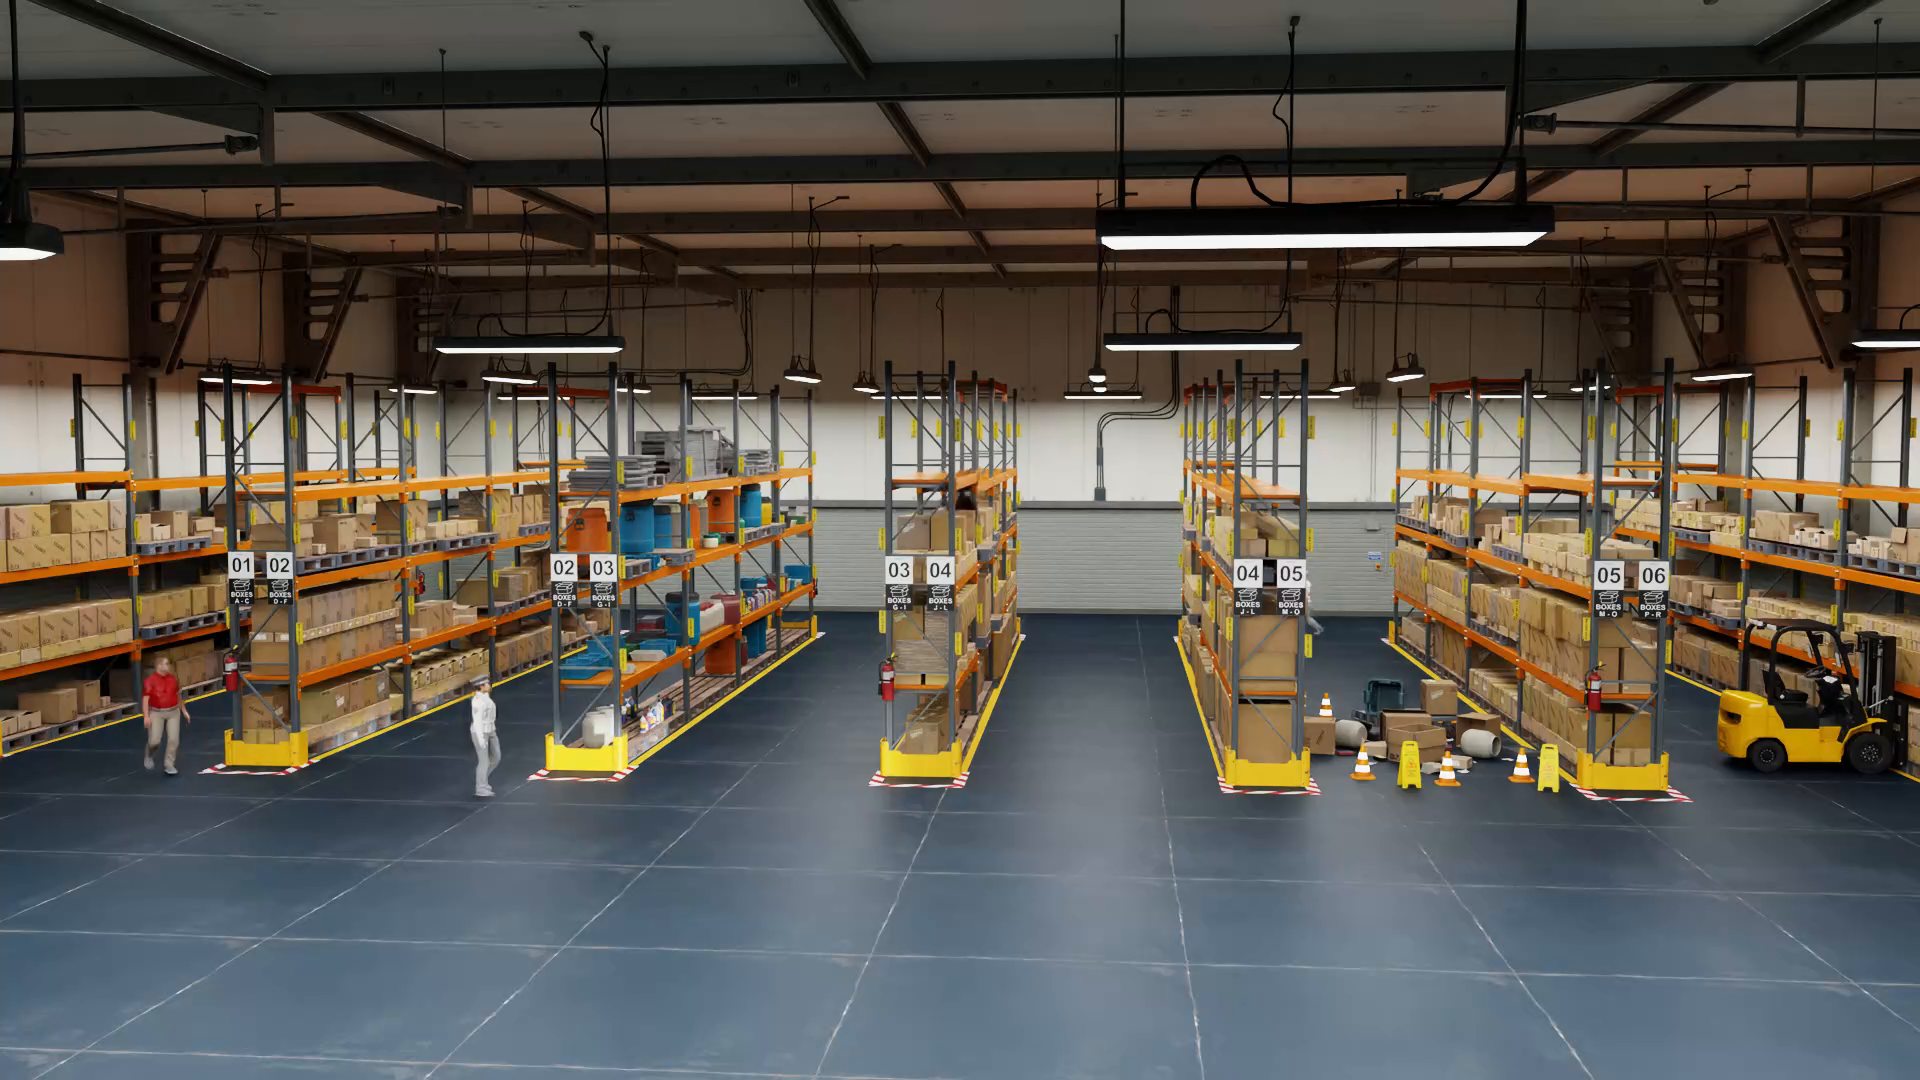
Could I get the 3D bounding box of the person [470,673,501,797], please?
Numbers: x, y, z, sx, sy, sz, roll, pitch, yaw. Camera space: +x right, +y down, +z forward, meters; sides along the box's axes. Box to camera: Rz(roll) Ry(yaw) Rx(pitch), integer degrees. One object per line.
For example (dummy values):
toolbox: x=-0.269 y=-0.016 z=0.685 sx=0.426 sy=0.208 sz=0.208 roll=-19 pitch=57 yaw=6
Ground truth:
person: x=-6.567 y=2.667 z=22.850 sx=0.422 sy=1.687 sz=0.543 roll=1 pitch=4 yaw=15

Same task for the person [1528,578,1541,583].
person: x=13.861 y=1.470 z=40.148 sx=0.512 sy=1.755 sz=0.549 roll=0 pitch=4 yaw=0

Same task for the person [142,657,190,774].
person: x=-11.635 y=2.548 z=24.294 sx=0.651 sy=1.698 sz=0.570 roll=-3 pitch=5 yaw=-43

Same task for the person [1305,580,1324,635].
person: x=8.345 y=1.538 z=40.335 sx=0.943 sy=1.610 sz=0.528 roll=0 pitch=4 yaw=0
